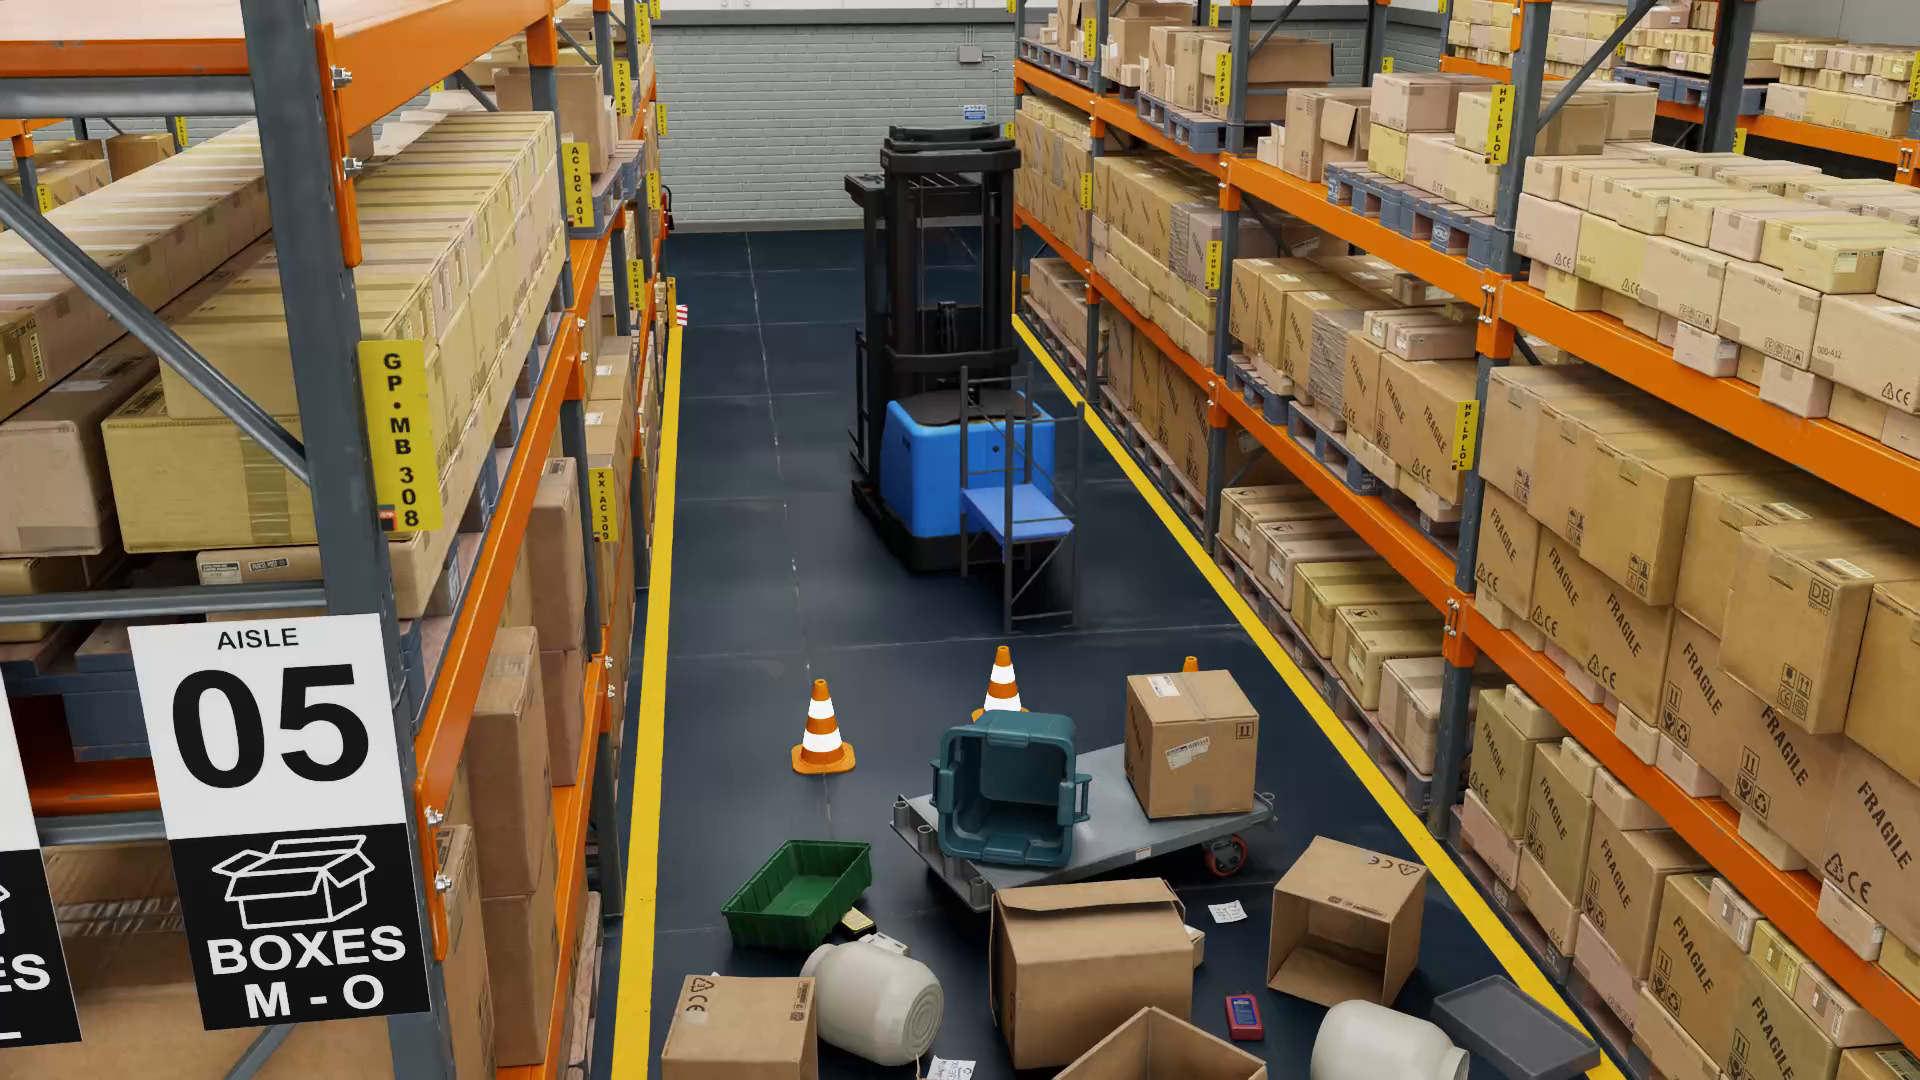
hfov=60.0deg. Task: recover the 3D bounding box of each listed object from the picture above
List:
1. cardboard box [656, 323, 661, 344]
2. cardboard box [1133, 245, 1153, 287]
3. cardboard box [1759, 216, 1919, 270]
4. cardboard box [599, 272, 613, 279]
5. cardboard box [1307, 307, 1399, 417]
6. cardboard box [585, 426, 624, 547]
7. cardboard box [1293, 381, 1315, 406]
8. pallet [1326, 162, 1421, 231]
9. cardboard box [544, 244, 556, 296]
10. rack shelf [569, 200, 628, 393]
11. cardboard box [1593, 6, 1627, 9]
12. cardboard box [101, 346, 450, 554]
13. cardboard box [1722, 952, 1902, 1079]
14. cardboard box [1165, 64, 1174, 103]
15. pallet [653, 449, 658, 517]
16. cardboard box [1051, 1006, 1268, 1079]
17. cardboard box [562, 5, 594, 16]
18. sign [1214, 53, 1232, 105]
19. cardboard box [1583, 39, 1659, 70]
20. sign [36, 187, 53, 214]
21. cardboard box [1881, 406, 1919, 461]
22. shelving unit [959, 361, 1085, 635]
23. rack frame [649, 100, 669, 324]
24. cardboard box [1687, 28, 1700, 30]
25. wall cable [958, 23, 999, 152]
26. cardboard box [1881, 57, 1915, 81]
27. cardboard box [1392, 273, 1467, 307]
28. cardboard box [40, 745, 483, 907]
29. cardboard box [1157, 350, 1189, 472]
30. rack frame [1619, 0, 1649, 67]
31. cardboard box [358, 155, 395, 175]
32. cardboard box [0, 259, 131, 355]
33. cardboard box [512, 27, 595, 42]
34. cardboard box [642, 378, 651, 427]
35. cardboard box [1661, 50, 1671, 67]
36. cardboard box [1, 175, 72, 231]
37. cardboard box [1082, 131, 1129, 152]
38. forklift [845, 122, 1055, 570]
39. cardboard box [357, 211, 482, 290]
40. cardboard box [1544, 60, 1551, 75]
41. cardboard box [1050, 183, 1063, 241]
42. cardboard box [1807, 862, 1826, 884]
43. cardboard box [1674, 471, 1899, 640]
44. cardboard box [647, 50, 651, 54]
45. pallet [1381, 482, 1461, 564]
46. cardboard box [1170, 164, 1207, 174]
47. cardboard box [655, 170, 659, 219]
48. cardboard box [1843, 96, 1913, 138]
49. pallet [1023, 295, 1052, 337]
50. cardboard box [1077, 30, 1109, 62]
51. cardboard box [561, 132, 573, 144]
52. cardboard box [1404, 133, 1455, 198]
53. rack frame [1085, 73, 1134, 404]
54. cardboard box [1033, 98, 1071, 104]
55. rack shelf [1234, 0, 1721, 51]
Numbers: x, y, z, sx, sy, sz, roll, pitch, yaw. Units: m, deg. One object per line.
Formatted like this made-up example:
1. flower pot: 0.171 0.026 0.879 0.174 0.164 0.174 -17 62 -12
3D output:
1. cardboard box: -3.155 -2.034 16.423 0.380 0.149 0.250 -3 21 -8
2. cardboard box: 1.696 -2.197 13.311 0.500 0.250 0.500 -4 21 -9
3. cardboard box: 2.868 -0.961 5.436 0.380 0.149 0.250 -3 21 -7
4. cardboard box: -2.568 -1.766 11.566 0.380 0.149 0.250 -3 21 -8
5. cardboard box: 2.329 -1.023 9.500 0.500 0.500 0.500 -4 21 -10
6. cardboard box: -1.996 -0.266 8.498 0.500 0.500 0.500 -3 21 -8
7. cardboard box: 2.259 -0.930 10.177 0.380 0.149 0.250 -2 21 -5
8. pallet: 2.704 -1.855 8.878 1.213 0.211 1.003 -3 21 -8
9. cardboard box: -1.599 -0.920 5.721 0.380 0.149 0.250 -3 21 -7
10. rack shelf: -2.332 -1.436 8.515 1.077 0.370 4.000 -3 21 -8
11. cardboard box: 6.645 -5.230 16.720 0.500 0.250 0.500 -3 21 -8
12. cardboard box: -1.283 -0.188 3.192 0.500 0.250 0.500 -3 21 -8
13. cardboard box: 2.965 1.720 5.581 0.500 0.500 0.500 -2 21 -6
14. cardboard box: 1.719 -3.343 12.185 0.396 0.266 0.258 -3 21 -9
15. pallet: -2.904 -0.446 13.109 1.003 0.211 1.213 -3 21 -8
16. cardboard box: 0.658 2.114 5.837 0.637 0.503 0.797 17 27 39
17. cardboard box: -3.933 -5.373 16.959 0.380 0.149 0.250 -2 21 -6
18. sign: 1.713 -3.004 10.834 0.100 0.325 0.005 -3 21 -8
19. cardboard box: 6.281 -4.610 15.775 0.500 0.250 0.500 -3 21 -8
20. sign: -7.584 -2.766 13.793 0.100 0.325 0.005 -3 21 -8
21. cardboard box: 2.962 -0.325 4.872 0.380 0.149 0.250 -3 21 -8
22. shelving unit: 0.385 -0.295 10.861 0.538 1.500 1.048 -6 21 -15
23. rack frame: -3.774 -3.830 18.184 1.000 3.000 0.127 -3 21 -8
24. cardboard box: 6.757 -4.554 15.026 0.380 0.149 0.250 -3 21 -9
25. wall cable: 0.274 -6.557 23.987 0.585 1.953 0.123 -3 21 -8
26. cardboard box: 6.832 -3.362 11.862 0.380 0.149 0.250 -2 21 -6
27. cardboard box: 2.778 -1.480 9.795 0.380 0.149 0.250 -4 21 -10
28. cardboard box: -1.653 0.817 3.983 0.875 0.550 0.550 -3 21 -8
29. cardboard box: 2.122 -1.099 13.307 0.875 0.875 0.875 -3 21 -7
30. rack frame: 6.598 -5.792 14.862 1.000 3.000 0.127 -3 21 -8
31. cardboard box: -2.250 -1.210 5.927 0.500 0.250 0.500 -3 21 -7
32. cardboard box: -1.923 -0.470 3.376 0.380 0.149 0.250 -3 21 -7
33. cardboard box: -3.104 -3.554 12.410 0.797 0.503 0.637 -3 21 -8
34. cardboard box: -2.612 -1.036 12.603 0.500 0.250 0.500 -3 21 -7
35. cardboard box: 6.384 -4.215 14.543 0.380 0.149 0.250 -3 21 -7
36. cardboard box: -7.936 -2.829 14.221 0.500 0.500 0.500 -3 21 -8
37. cardboard box: 1.328 -3.640 15.175 0.380 0.149 0.250 -3 21 -9
38. forklift: -0.219 -1.647 12.437 1.130 2.935 3.031 -6 21 -15
39. cardboard box: -1.346 -0.679 3.935 0.380 0.149 0.250 -3 21 -9
40. cardboard box: 6.109 -4.823 16.915 0.380 0.149 0.250 -3 21 -7
41. cardboard box: 1.200 -3.276 16.556 0.500 0.500 0.500 -3 21 -9
42. cardboard box: 3.024 1.069 5.427 0.380 0.149 0.250 -3 21 -7
43. cardboard box: 2.952 0.078 5.724 0.700 0.500 0.500 -3 21 -8
44. cardboard box: -3.307 -4.672 16.366 0.500 0.250 0.500 -2 21 -5
45. pallet: 2.874 -0.142 8.584 1.003 0.211 1.213 -3 21 -8
46. cardboard box: 2.082 -2.924 14.187 0.500 0.500 0.500 -3 21 -7
47. cardboard box: -3.241 -3.347 16.322 0.500 0.500 0.500 -2 21 -5
48. cardboard box: 6.861 -3.097 12.148 0.500 0.250 0.500 -4 21 -10
49. pallet: 1.303 -2.536 18.703 1.003 0.211 1.213 -3 21 -8
50. cardboard box: 1.278 -4.521 15.195 0.396 0.266 0.258 -2 21 -6
51. cardboard box: -2.104 -1.920 8.231 0.396 0.266 0.258 -3 21 -8
52. cardboard box: 2.545 -1.862 8.242 0.500 0.250 0.500 -3 21 -7
53. rack frame: 1.687 -2.730 15.238 1.000 3.000 0.127 -3 21 -8
54. cardboard box: 0.996 -4.710 18.040 0.380 0.149 0.250 -2 21 -6
55. rack shelf: 2.552 -2.938 8.822 1.077 0.370 4.000 -3 21 -8
